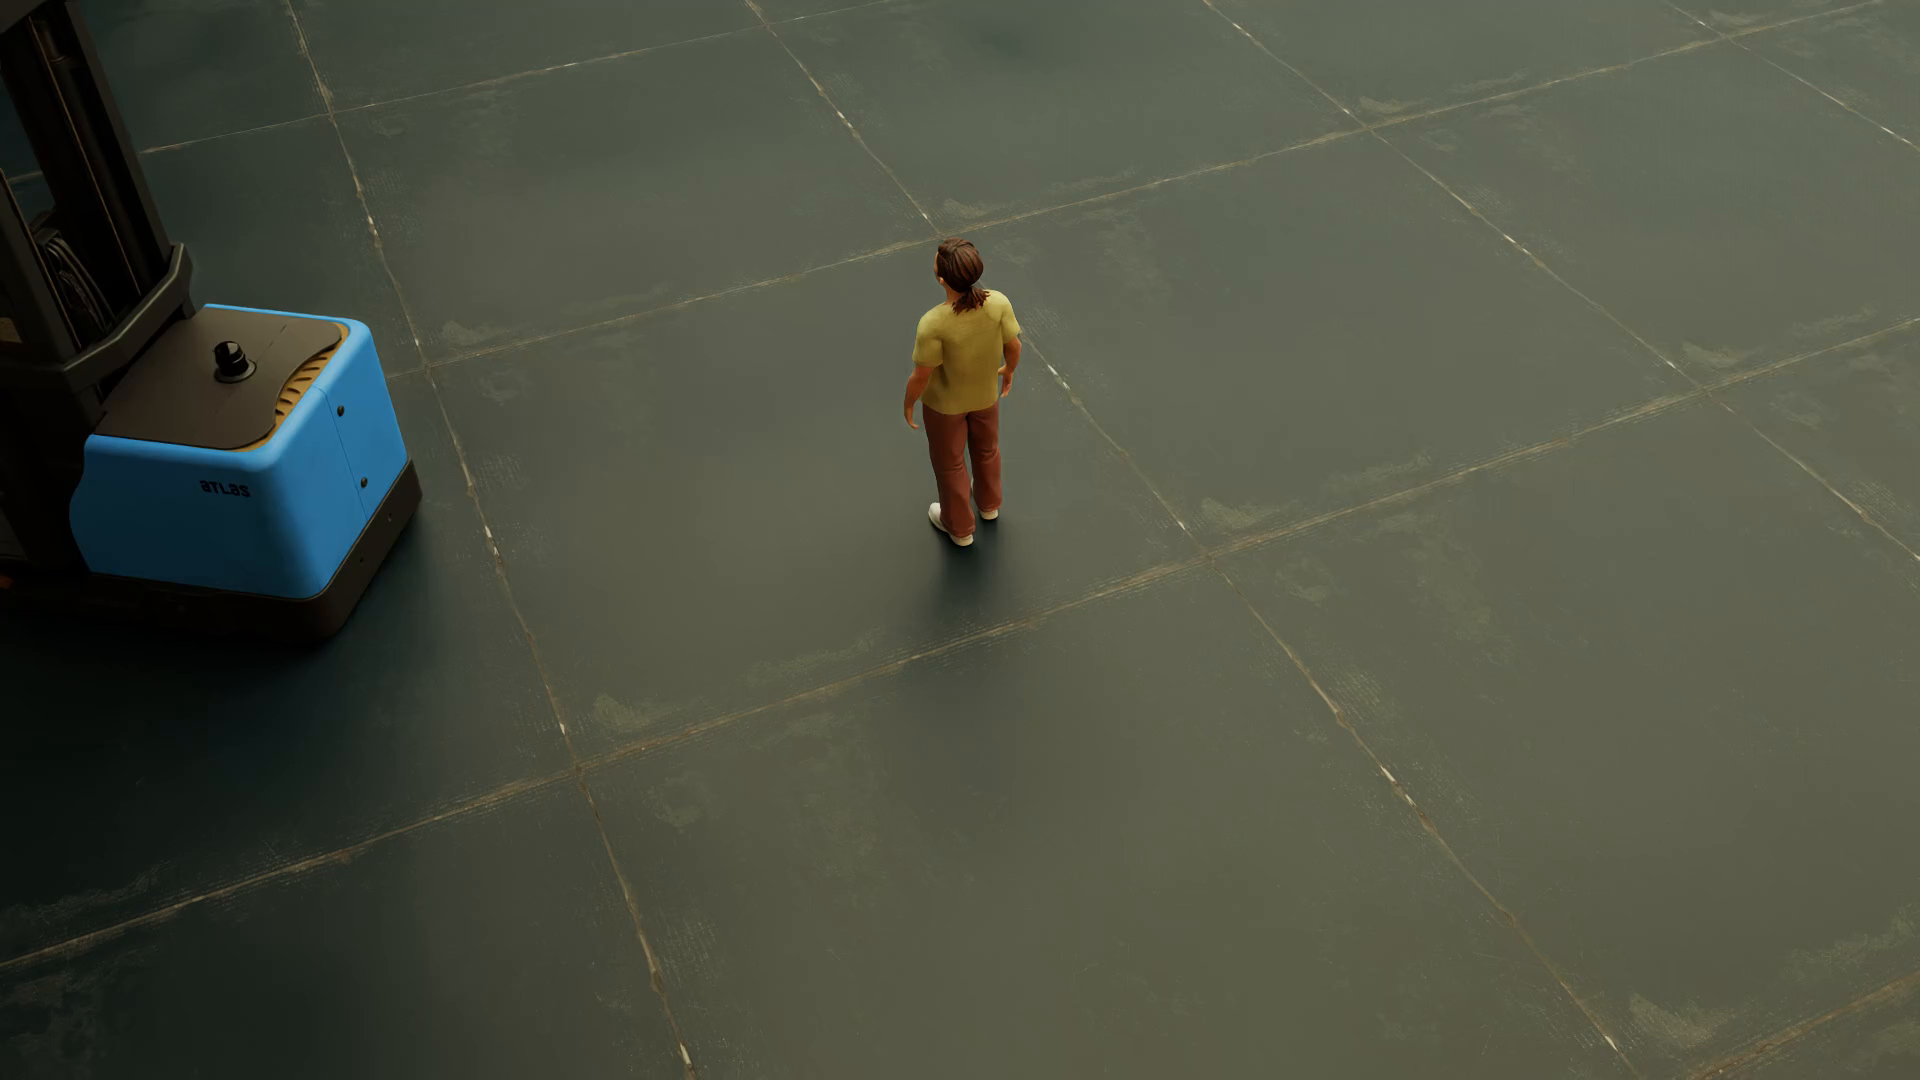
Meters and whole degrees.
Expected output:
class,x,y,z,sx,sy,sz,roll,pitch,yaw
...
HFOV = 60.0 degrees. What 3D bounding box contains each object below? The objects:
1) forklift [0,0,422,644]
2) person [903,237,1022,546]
class,x,y,z,sx,sy,sz,roll,pitch,yaw
forklift,-4.136,-1.104,6.863,3.031,2.935,1.130,7,43,7
person,-0.020,-0.667,7.304,0.553,1.673,0.548,-18,46,-18
